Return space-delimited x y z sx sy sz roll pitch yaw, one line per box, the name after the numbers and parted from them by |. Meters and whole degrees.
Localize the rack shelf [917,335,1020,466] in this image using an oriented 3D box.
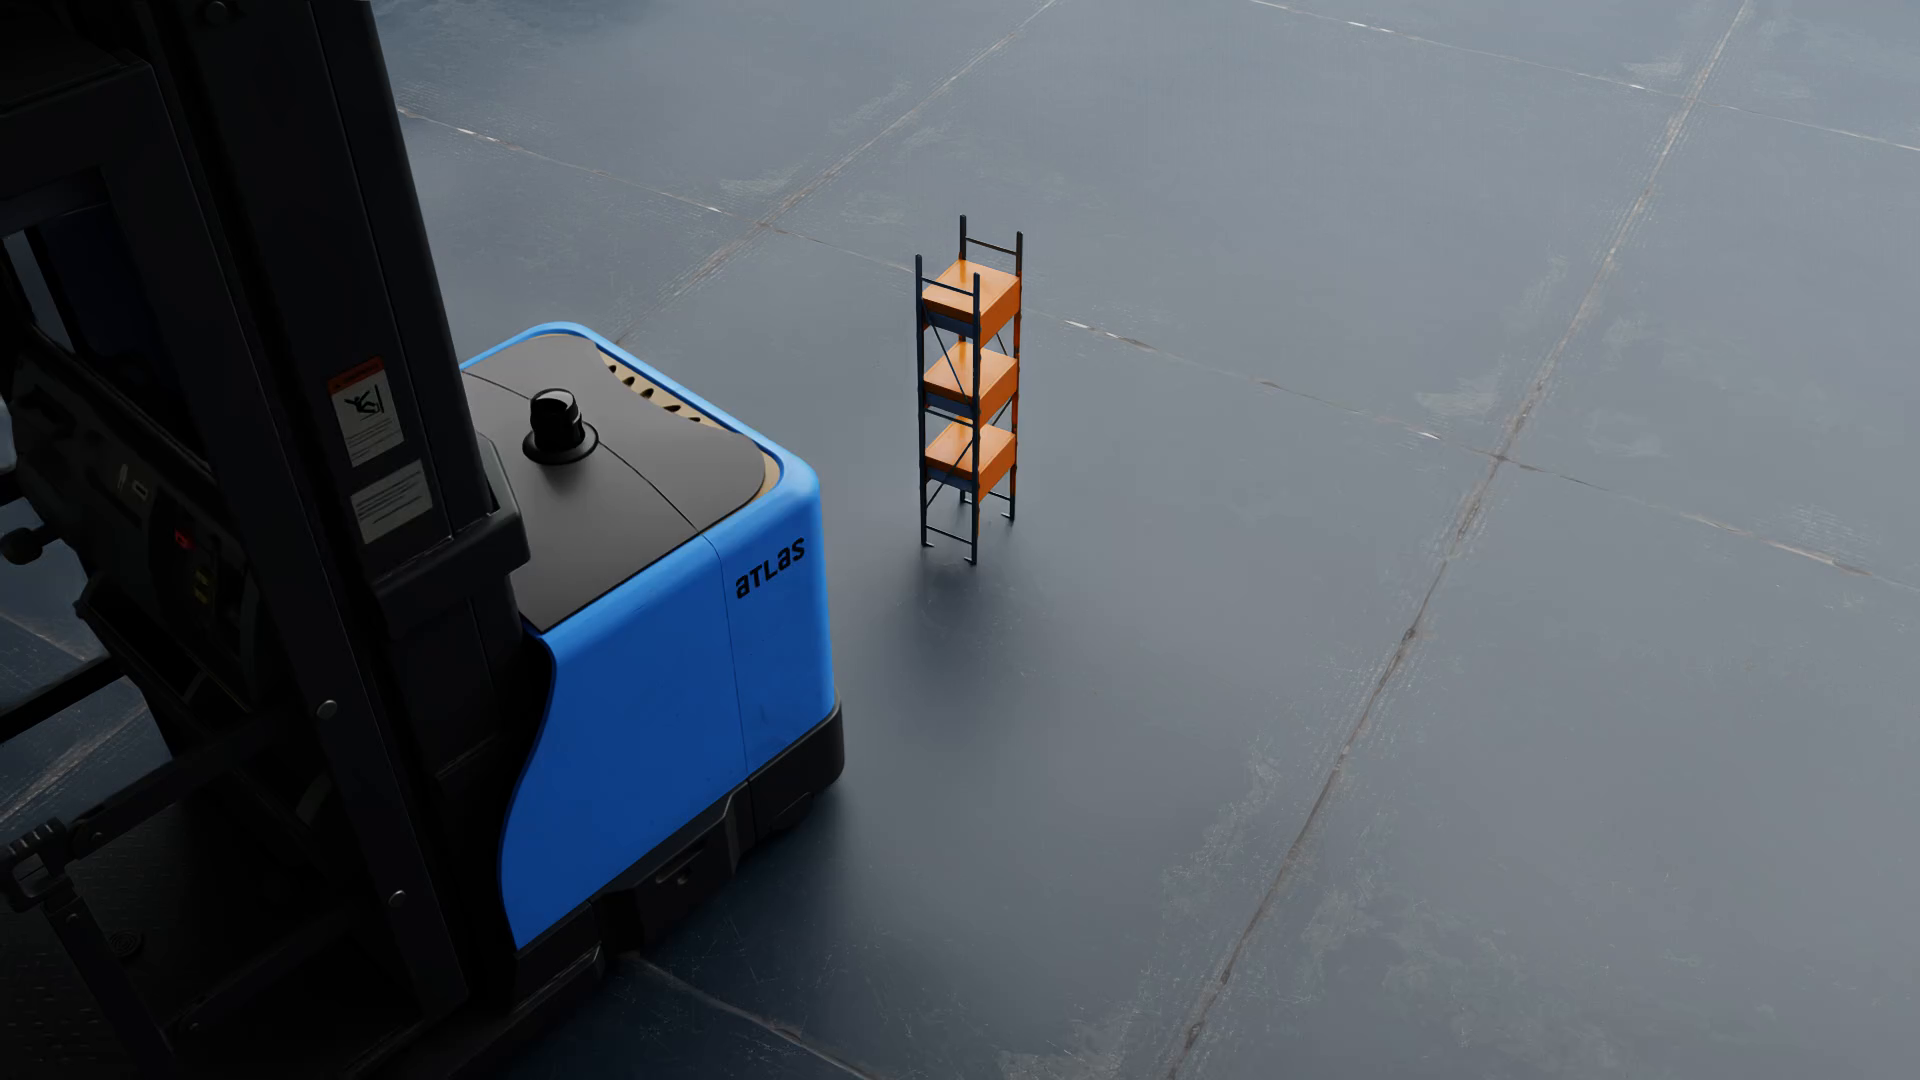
0.027 -0.417 4.945 0.215 0.259 0.240 21 45 22 | rack shelf

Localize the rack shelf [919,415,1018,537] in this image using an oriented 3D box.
0.027 -0.208 5.128 0.215 0.259 0.240 21 45 22 | rack shelf

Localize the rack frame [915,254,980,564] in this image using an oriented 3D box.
-0.034 -0.355 4.859 0.200 1.050 0.008 21 45 22 | rack frame

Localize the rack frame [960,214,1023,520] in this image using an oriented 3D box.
0.088 -0.494 5.017 0.200 1.050 0.008 21 45 22 | rack frame

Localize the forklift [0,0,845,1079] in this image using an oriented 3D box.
-1.676 0.048 2.977 1.130 2.935 3.031 31 50 31 | forklift

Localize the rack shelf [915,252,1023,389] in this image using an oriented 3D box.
0.027 -0.630 4.757 0.215 0.259 0.240 21 45 22 | rack shelf

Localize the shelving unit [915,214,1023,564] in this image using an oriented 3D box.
0.027 -0.425 4.938 0.215 1.050 0.252 21 45 22 | shelving unit
